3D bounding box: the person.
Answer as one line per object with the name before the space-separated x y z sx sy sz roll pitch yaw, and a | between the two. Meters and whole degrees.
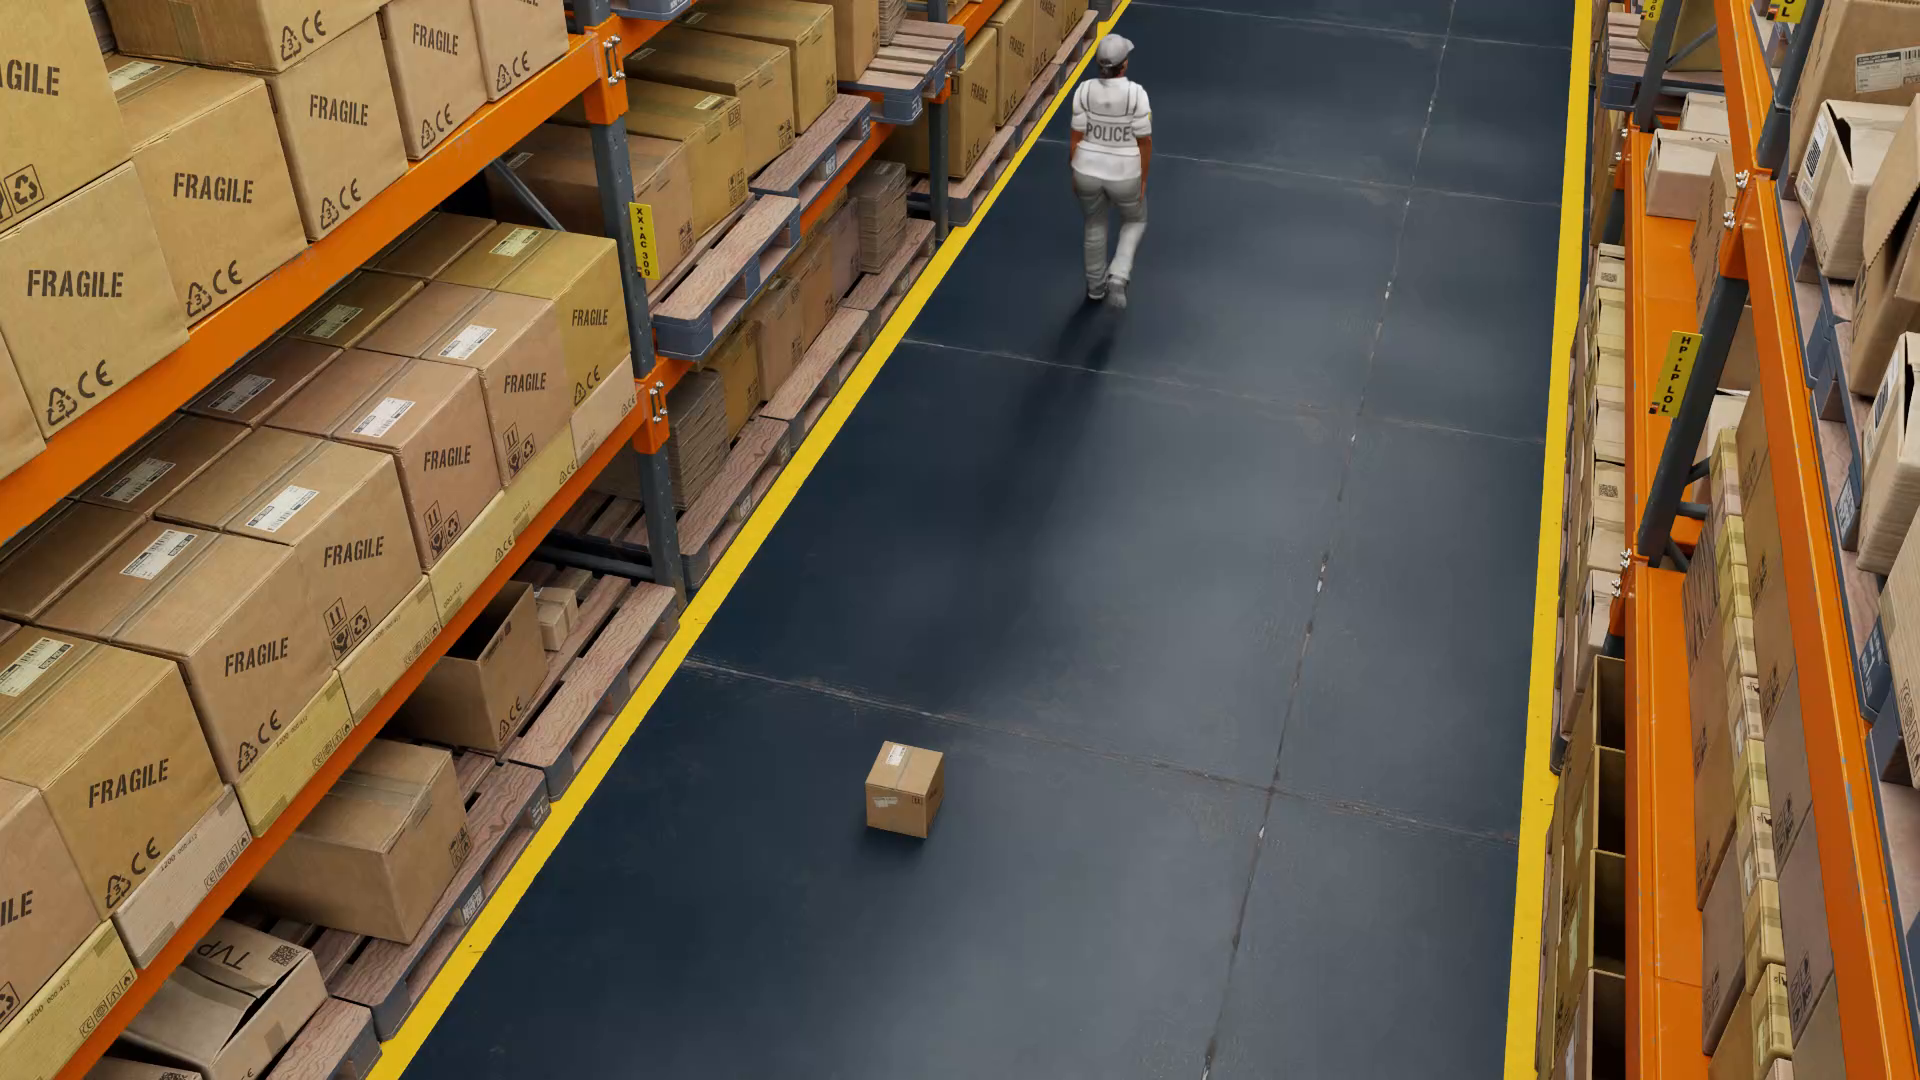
person | 0.862 -2.120 9.646 0.486 1.648 0.547 10 38 12
